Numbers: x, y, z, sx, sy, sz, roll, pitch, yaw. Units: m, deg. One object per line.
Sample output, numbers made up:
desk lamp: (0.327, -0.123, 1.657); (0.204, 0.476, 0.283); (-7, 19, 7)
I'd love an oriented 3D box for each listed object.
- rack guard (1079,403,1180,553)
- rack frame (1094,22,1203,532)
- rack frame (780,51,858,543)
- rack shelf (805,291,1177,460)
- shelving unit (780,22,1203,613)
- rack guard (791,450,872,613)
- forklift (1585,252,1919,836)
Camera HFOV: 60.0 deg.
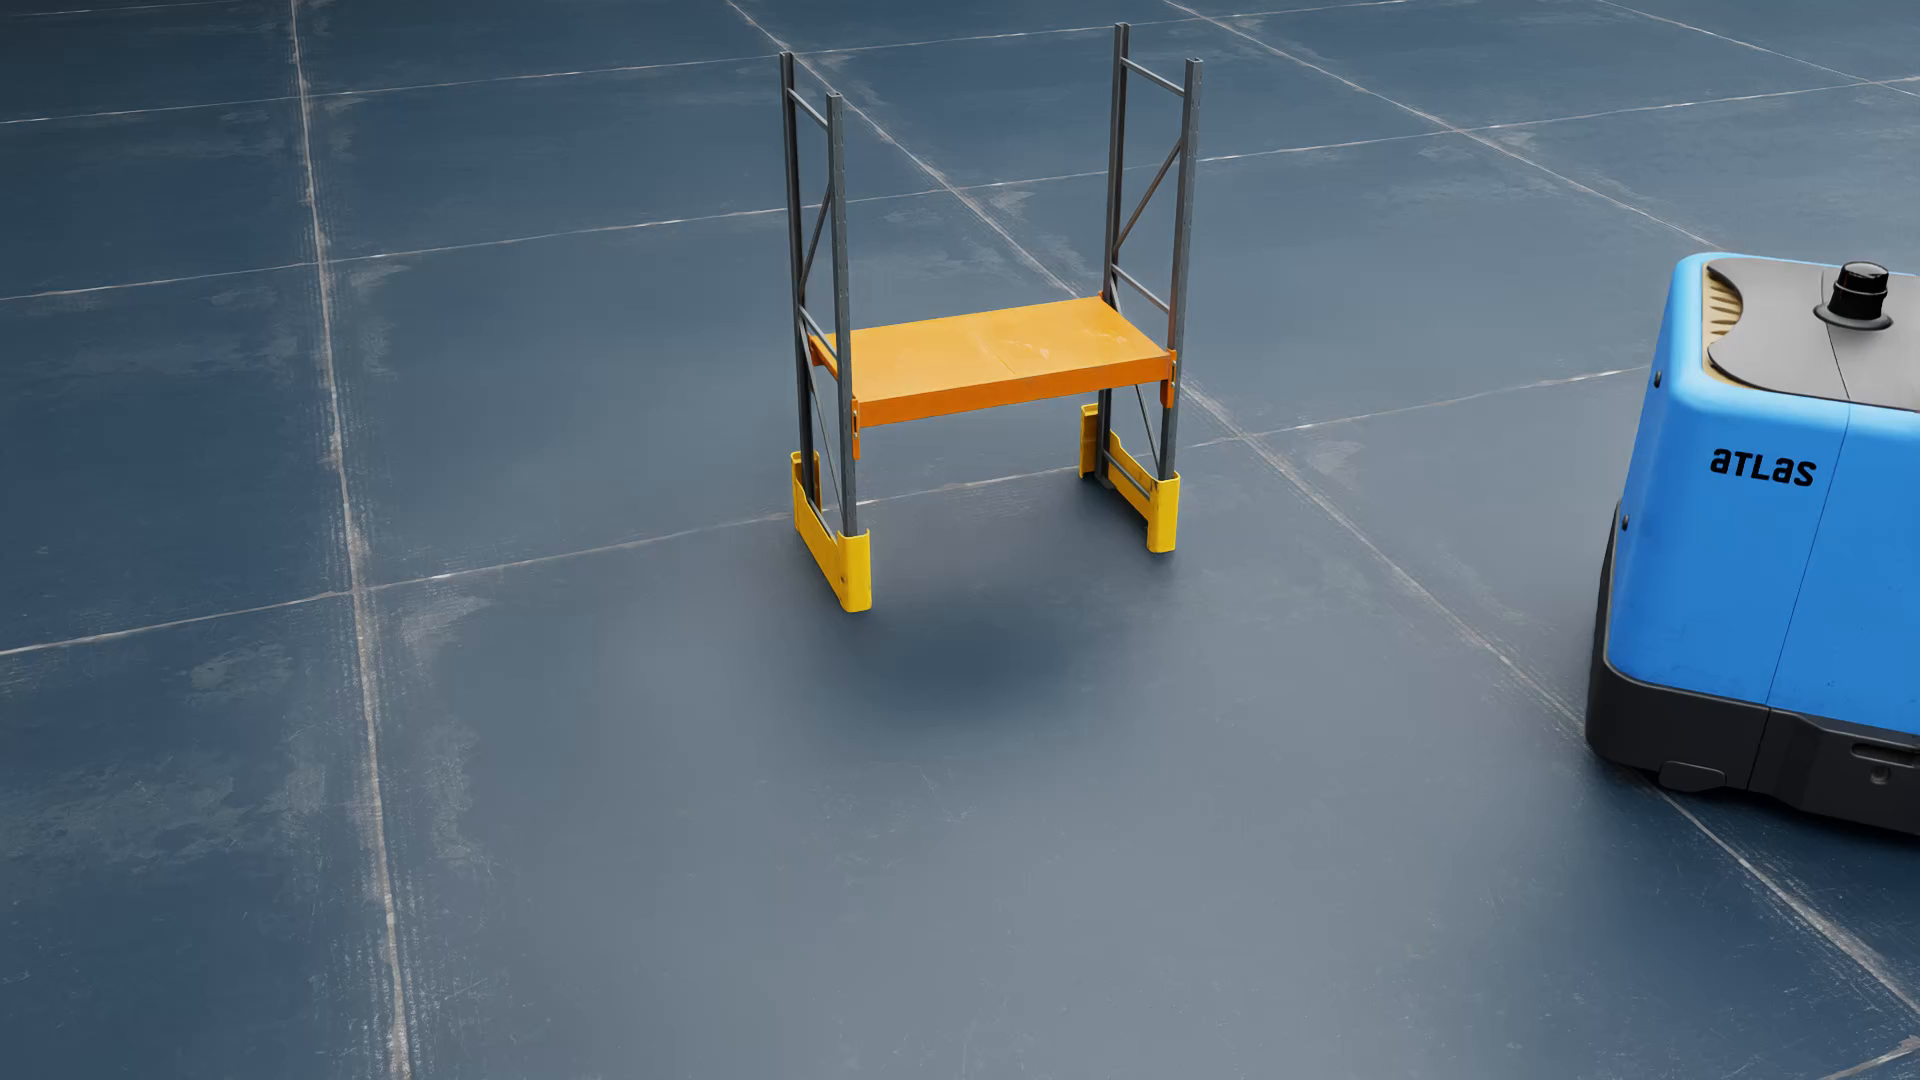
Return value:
rack guard: (0.538, -0.208, 5.362); (0.087, 0.250, 0.587); (-10, 31, -18)
rack frame: (0.556, -0.754, 5.059); (0.032, 1.500, 0.500); (-10, 31, -18)
rack frame: (-0.396, -0.579, 4.751); (0.032, 1.500, 0.500); (-10, 31, -18)
rack shelf: (0.080, -0.510, 4.994); (1.000, 0.185, 0.538); (-10, 31, -18)
shelving unit: (0.071, -0.665, 4.902); (1.083, 1.500, 0.587); (-10, 31, -18)
rack guard: (-0.395, -0.036, 5.060); (0.087, 0.250, 0.587); (-10, 31, -18)
forklift: (3.157, -0.641, 3.415); (3.031, 2.935, 1.130); (11, 31, 18)
